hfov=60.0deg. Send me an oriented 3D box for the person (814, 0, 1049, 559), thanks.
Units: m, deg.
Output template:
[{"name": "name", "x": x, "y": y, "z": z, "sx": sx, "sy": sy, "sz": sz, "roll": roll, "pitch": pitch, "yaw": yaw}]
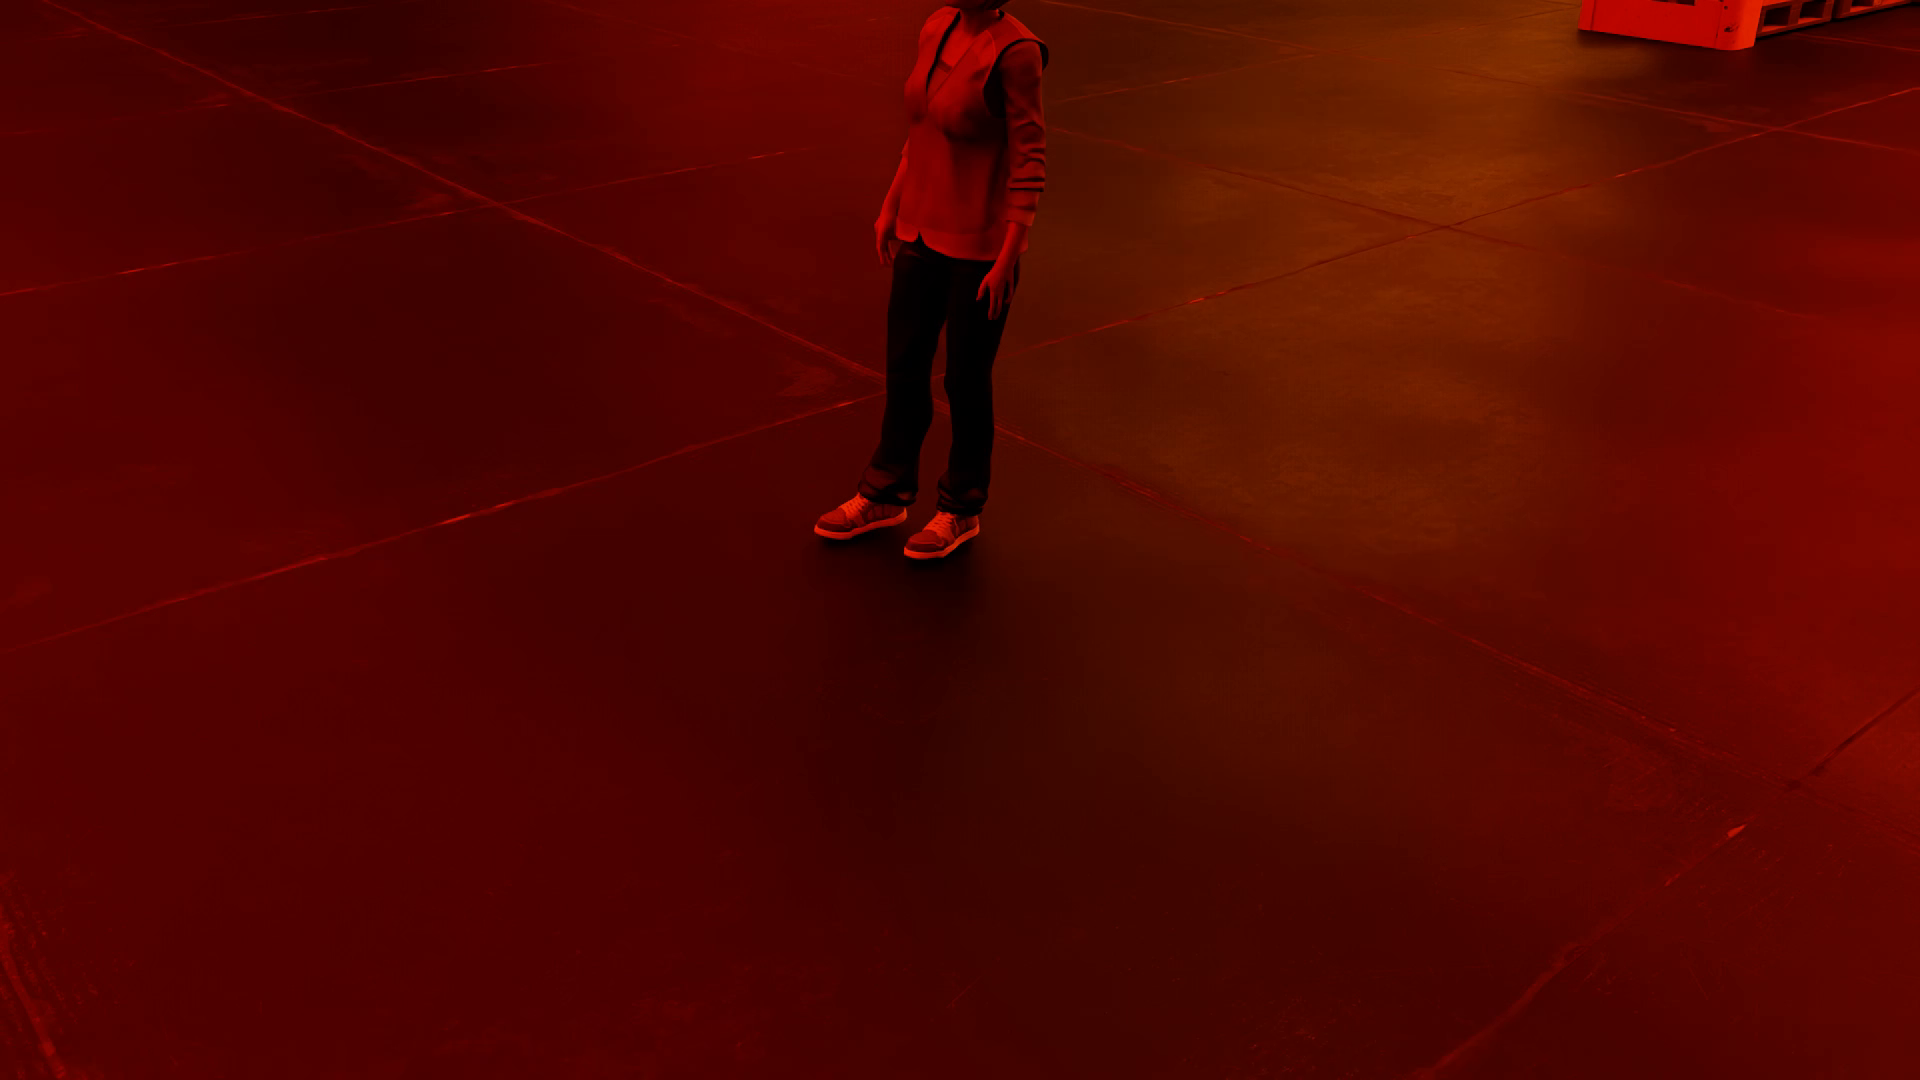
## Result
[{"name": "person", "x": -0.066, "y": -0.706, "z": 4.111, "sx": 0.476, "sy": 1.597, "sz": 0.520, "roll": -20, "pitch": 33, "yaw": -35}]
